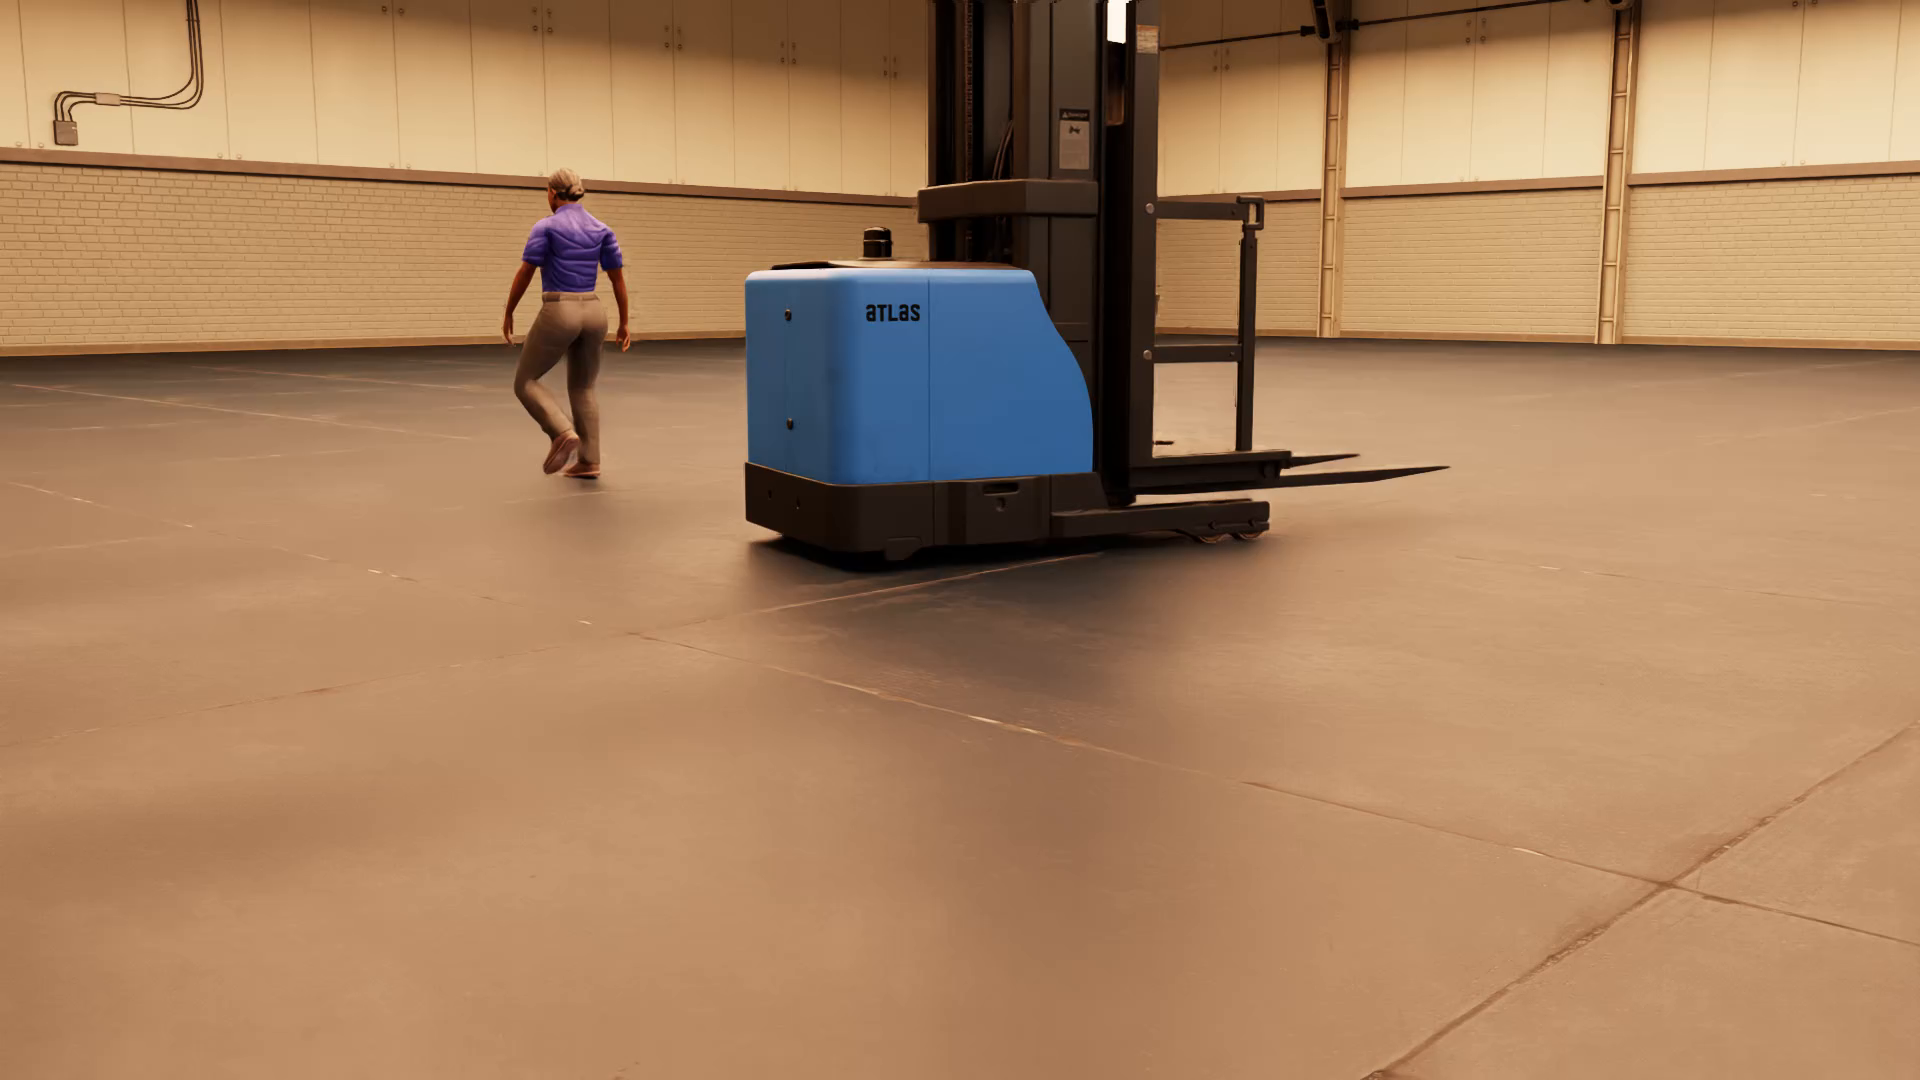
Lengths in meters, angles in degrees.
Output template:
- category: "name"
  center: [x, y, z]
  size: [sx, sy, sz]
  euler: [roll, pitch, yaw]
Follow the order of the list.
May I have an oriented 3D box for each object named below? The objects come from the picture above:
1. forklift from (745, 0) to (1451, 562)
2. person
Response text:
- category: "forklift"
  center: [0.682, -1.499, 6.831]
  size: [3.031, 2.935, 1.130]
  euler: [-4, 10, -26]
- category: "person"
  center: [-2.081, -1.141, 8.811]
  size: [0.629, 1.640, 0.463]
  euler: [-8, 12, -44]
